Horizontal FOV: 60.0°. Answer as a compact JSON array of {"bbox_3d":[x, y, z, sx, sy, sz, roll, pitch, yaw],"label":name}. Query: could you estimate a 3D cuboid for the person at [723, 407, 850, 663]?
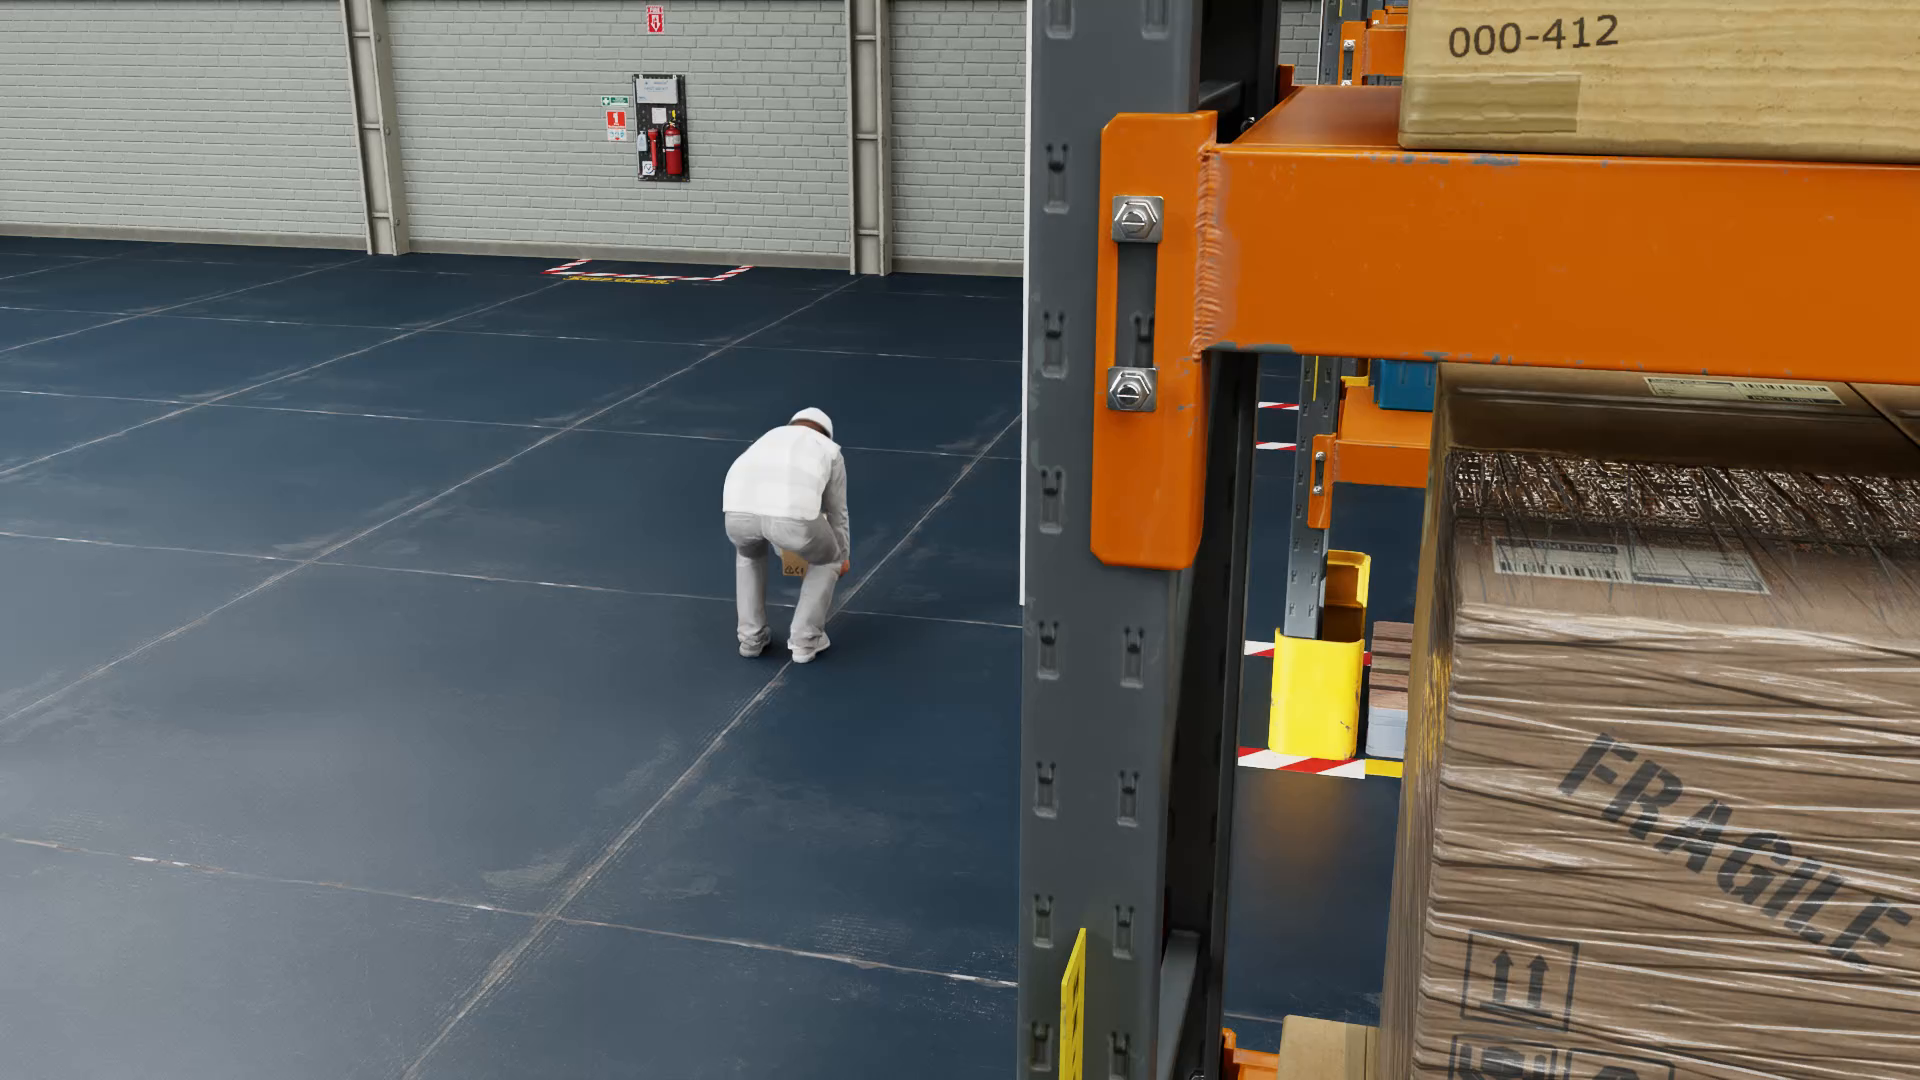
[{"bbox_3d":[-0.790,-0.030,7.809,0.513,1.024,0.998,4,18,11],"label":"person"}]
